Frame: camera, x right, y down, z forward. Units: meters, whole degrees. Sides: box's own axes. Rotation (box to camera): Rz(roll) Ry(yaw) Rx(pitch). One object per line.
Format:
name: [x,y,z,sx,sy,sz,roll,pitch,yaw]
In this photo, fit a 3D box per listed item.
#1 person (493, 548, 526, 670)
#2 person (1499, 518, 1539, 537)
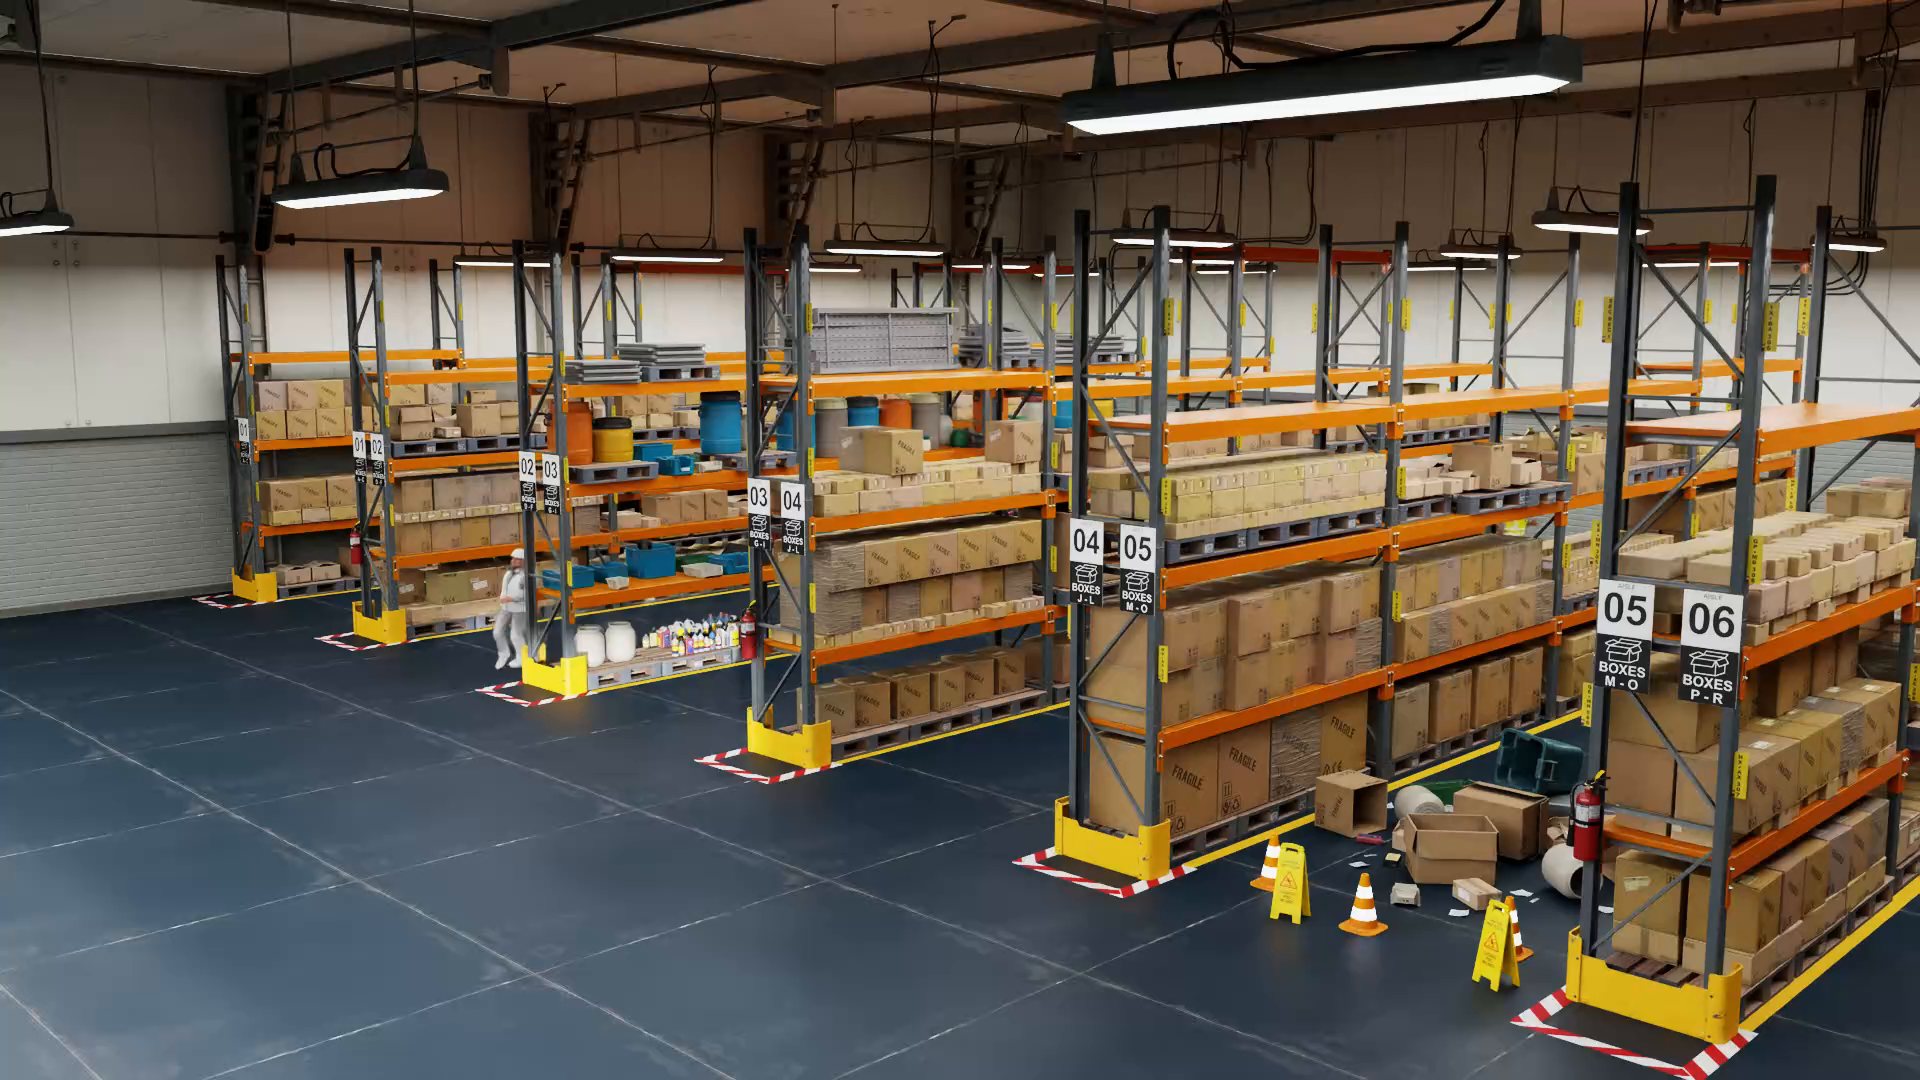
person: [-6.297,0.982,23.555,0.657,1.763,0.664,3,9,23]
person: [10.279,-0.046,30.790,0.706,1.779,0.724,-6,10,-37]
